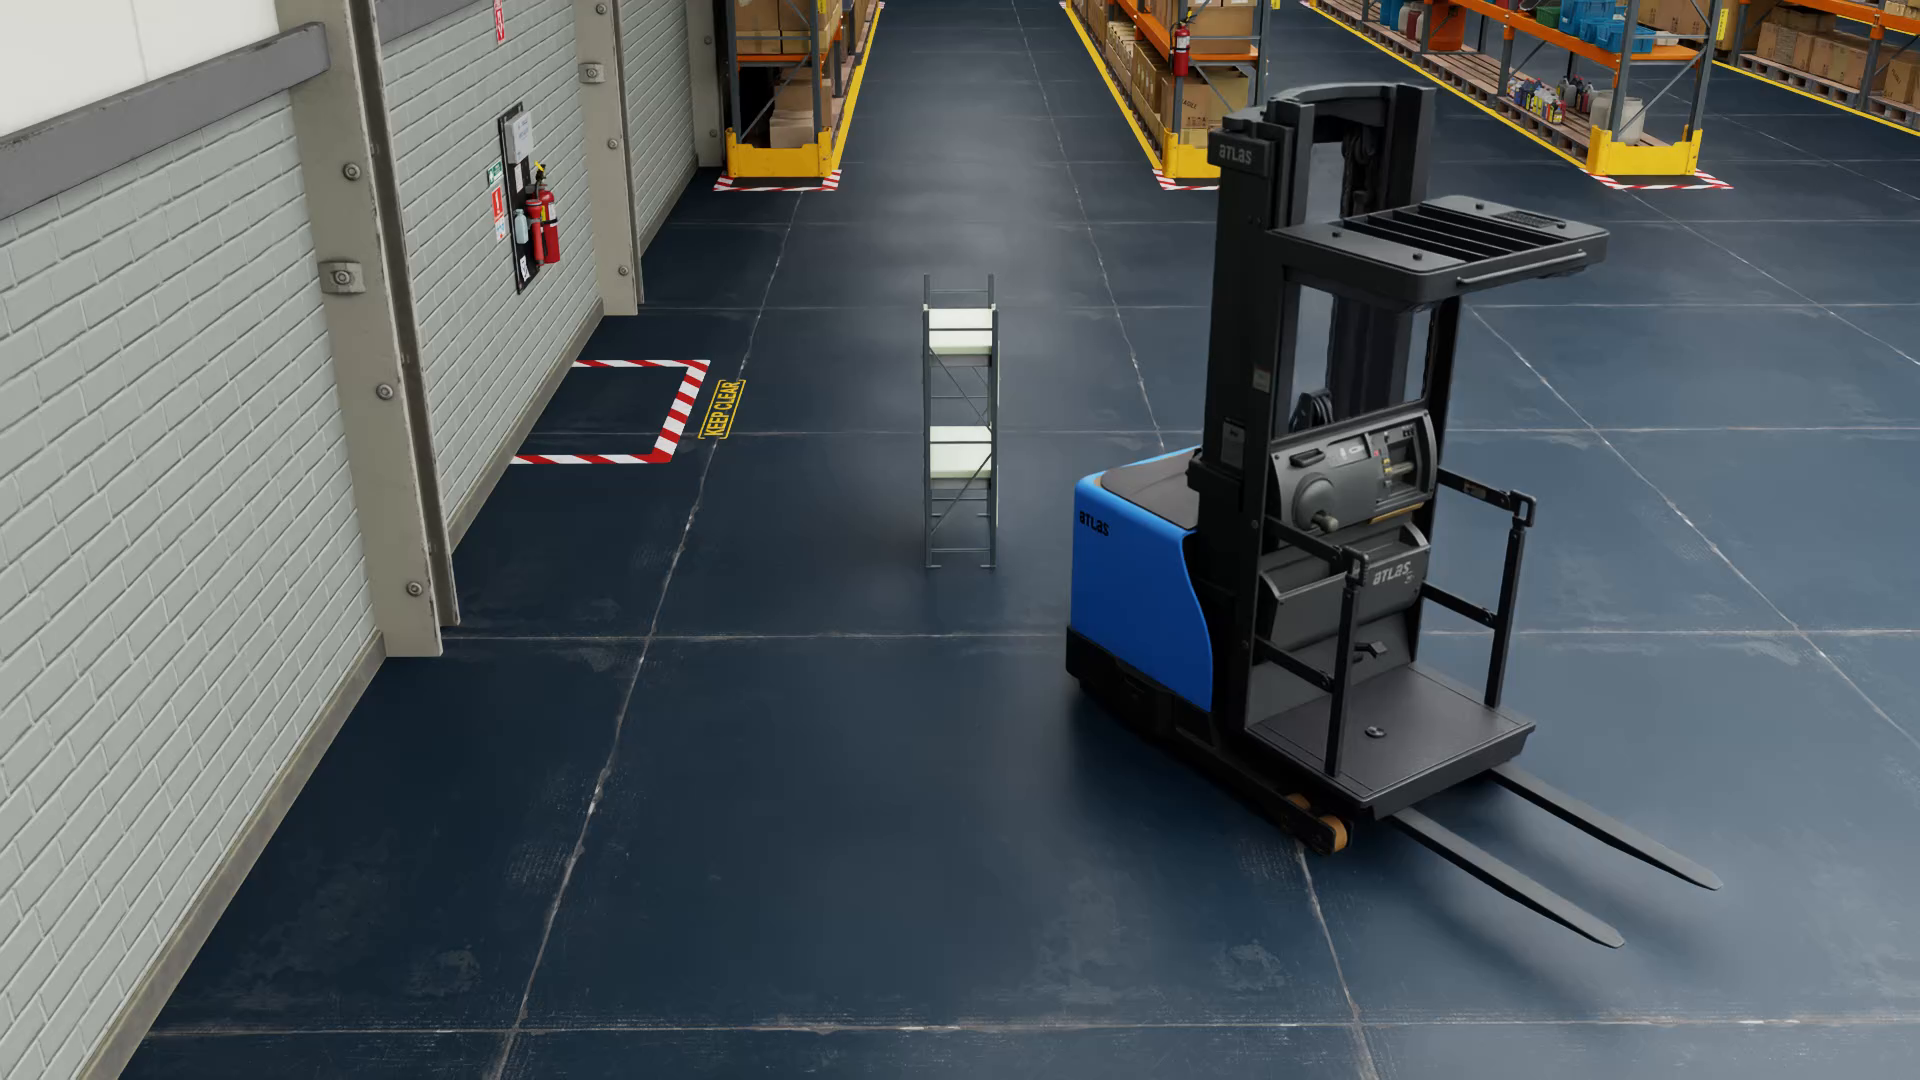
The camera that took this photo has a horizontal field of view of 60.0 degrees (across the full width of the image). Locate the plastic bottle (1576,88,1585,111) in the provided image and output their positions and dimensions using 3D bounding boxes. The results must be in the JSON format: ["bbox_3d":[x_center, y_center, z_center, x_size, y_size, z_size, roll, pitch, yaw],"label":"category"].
[{"bbox_3d":[8.007,-5.686,21.444,0.061,0.283,0.133,0,24,-1],"label":"plastic bottle"}]

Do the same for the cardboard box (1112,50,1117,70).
[{"bbox_3d":[2.542,-7.138,24.719,0.500,0.250,0.500,-1,24,-2],"label":"cardboard box"}]

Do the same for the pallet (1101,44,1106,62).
[{"bbox_3d":[2.841,-7.875,26.906,1.003,0.211,1.213,0,24,-1],"label":"pallet"}]

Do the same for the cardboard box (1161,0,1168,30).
[{"bbox_3d":[2.880,-6.628,20.644,0.700,0.500,0.500,0,24,0],"label":"cardboard box"}]

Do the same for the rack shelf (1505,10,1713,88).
[{"bbox_3d":[7.830,-6.058,20.378,1.077,0.370,4.000,0,24,-1],"label":"rack shelf"}]

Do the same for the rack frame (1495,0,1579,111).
[{"bbox_3d":[7.808,-7.210,22.052,1.000,3.000,0.127,0,24,-1],"label":"rack frame"}]

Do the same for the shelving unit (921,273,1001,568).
[{"bbox_3d":[0.000,-0.681,9.435,0.431,1.500,0.755,0,24,-1],"label":"shelving unit"}]

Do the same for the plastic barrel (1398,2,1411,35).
[{"bbox_3d":[7.634,-8.815,28.110,0.421,0.512,0.421,0,24,0],"label":"plastic barrel"}]

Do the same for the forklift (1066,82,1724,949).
[{"bbox_3d":[1.769,-0.259,6.765,1.130,2.935,3.031,-16,29,-31],"label":"forklift"}]

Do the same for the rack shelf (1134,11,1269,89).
[{"bbox_3d":[2.877,-6.037,20.332,1.077,0.370,4.000,0,24,-1],"label":"rack shelf"}]

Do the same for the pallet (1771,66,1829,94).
[{"bbox_3d":[12.735,-6.787,24.499,1.003,0.211,1.213,0,24,-1],"label":"pallet"}]

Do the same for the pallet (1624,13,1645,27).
[{"bbox_3d":[12.743,-9.572,30.658,1.003,0.211,1.213,0,24,-1],"label":"pallet"}]

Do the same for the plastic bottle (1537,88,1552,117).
[{"bbox_3d":[7.411,-5.540,21.039,0.144,0.351,0.185,1,24,2],"label":"plastic bottle"}]

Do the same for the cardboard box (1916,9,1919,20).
[{"bbox_3d":[12.495,-6.719,21.271,0.380,0.149,0.250,0,24,-1],"label":"cardboard box"}]

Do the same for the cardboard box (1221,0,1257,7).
[{"bbox_3d":[3.110,-6.045,18.567,0.380,0.149,0.250,0,24,-1],"label":"cardboard box"}]

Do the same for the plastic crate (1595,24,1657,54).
[{"bbox_3d":[7.547,-5.699,18.891,0.499,0.251,0.616,0,24,-1],"label":"plastic crate"}]

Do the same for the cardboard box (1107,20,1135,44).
[{"bbox_3d":[2.523,-7.815,25.535,0.500,0.311,0.500,1,24,1],"label":"cardboard box"}]

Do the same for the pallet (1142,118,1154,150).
[{"bbox_3d":[2.838,-5.087,20.741,1.003,0.211,1.213,0,24,-1],"label":"pallet"}]

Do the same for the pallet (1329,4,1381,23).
[{"bbox_3d":[7.658,-10.043,31.699,1.003,0.211,1.213,0,24,-1],"label":"pallet"}]

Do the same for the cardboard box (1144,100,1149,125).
[{"bbox_3d":[2.569,-5.317,20.694,0.500,0.250,0.500,0,24,-1],"label":"cardboard box"}]

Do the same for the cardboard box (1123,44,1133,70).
[{"bbox_3d":[2.552,-6.763,23.211,0.500,0.311,0.500,0,24,1],"label":"cardboard box"}]

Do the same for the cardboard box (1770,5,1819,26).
[{"bbox_3d":[12.754,-8.008,25.405,0.500,0.250,0.500,1,24,2],"label":"cardboard box"}]

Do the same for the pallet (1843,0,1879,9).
[{"bbox_3d":[12.898,-7.461,22.838,1.003,0.211,1.213,0,24,-1],"label":"pallet"}]

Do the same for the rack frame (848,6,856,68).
[{"bbox_3d":[-2.142,-8.814,25.598,1.000,3.000,0.127,0,24,-1],"label":"rack frame"}]

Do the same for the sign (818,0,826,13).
[{"bbox_3d":[-1.512,-5.914,18.136,0.100,0.325,0.005,0,24,-1],"label":"sign"}]

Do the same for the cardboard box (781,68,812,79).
[{"bbox_3d":[-2.047,-5.800,21.433,0.500,0.500,0.500,-2,24,-5],"label":"cardboard box"}]

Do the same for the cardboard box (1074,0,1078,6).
[{"bbox_3d":[2.457,-10.444,32.006,0.500,0.250,0.500,0,24,-1],"label":"cardboard box"}]

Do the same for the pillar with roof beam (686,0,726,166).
[{"bbox_3d":[1.377,-8.555,17.745,9.100,9.000,0.400,0,24,-1],"label":"pillar with roof beam"}]

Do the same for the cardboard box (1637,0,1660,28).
[{"bbox_3d":[12.701,-9.489,29.158,1.225,0.875,0.875,0,24,0],"label":"cardboard box"}]

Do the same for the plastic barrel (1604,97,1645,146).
[{"bbox_3d":[7.768,-4.891,19.433,0.421,0.512,0.421,0,24,0],"label":"plastic barrel"}]

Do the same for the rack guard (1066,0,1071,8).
[{"bbox_3d":[2.725,-10.964,33.385,1.175,0.500,0.348,0,24,-1],"label":"rack guard"}]

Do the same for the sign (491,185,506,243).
[{"bbox_3d":[-2.970,-2.099,10.708,0.001,0.329,0.234,0,24,-1],"label":"sign"}]

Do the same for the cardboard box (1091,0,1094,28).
[{"bbox_3d":[2.546,-9.127,28.790,0.500,0.500,0.500,0,24,0],"label":"cardboard box"}]

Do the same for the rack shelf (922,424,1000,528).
[{"bbox_3d":[0.000,-0.384,9.569,0.431,0.370,0.720,0,24,-1],"label":"rack shelf"}]

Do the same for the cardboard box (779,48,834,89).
[{"bbox_3d":[-2.123,-6.530,23.048,0.700,0.500,0.500,1,24,1],"label":"cardboard box"}]

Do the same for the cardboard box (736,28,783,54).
[{"bbox_3d":[-2.254,-5.650,18.760,0.500,0.250,0.500,0,24,0],"label":"cardboard box"}]

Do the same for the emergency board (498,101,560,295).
[{"bbox_3d":[-2.873,-2.311,11.220,0.194,1.169,0.643,0,24,-1],"label":"emergency board"}]

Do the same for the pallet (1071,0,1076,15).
[{"bbox_3d":[2.735,-10.504,32.718,1.003,0.211,1.213,0,24,-1],"label":"pallet"}]

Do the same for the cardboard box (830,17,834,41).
[{"bbox_3d":[-1.762,-6.084,19.721,0.500,0.250,0.500,-1,24,-1],"label":"cardboard box"}]

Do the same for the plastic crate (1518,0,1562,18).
[{"bbox_3d":[7.687,-6.966,21.586,0.767,0.338,0.504,0,24,-1],"label":"plastic crate"}]

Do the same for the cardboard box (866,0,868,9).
[{"bbox_3d":[-2.097,-10.242,31.278,0.700,0.500,0.500,0,24,1],"label":"cardboard box"}]

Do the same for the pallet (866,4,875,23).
[{"bbox_3d":[-2.132,-10.009,31.625,1.003,0.211,1.213,0,24,-1],"label":"pallet"}]

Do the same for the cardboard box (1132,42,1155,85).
[{"bbox_3d":[2.547,-6.277,21.906,0.500,0.500,0.500,0,24,-1],"label":"cardboard box"}]

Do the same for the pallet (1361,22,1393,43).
[{"bbox_3d":[7.688,-8.918,29.212,1.003,0.211,1.213,0,24,-1],"label":"pallet"}]

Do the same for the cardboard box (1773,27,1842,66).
[{"bbox_3d":[12.763,-7.438,25.054,0.700,0.500,0.500,-2,24,-5],"label":"cardboard box"}]

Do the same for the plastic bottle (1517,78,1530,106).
[{"bbox_3d":[7.402,-5.869,21.768,0.144,0.351,0.185,0,24,1],"label":"plastic bottle"}]

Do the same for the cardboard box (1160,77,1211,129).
[{"bbox_3d":[2.595,-5.041,19.173,0.500,0.500,0.500,0,24,-1],"label":"cardboard box"}]

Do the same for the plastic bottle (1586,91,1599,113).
[{"bbox_3d":[8.107,-5.626,21.321,0.152,0.276,0.135,0,24,0],"label":"plastic bottle"}]
